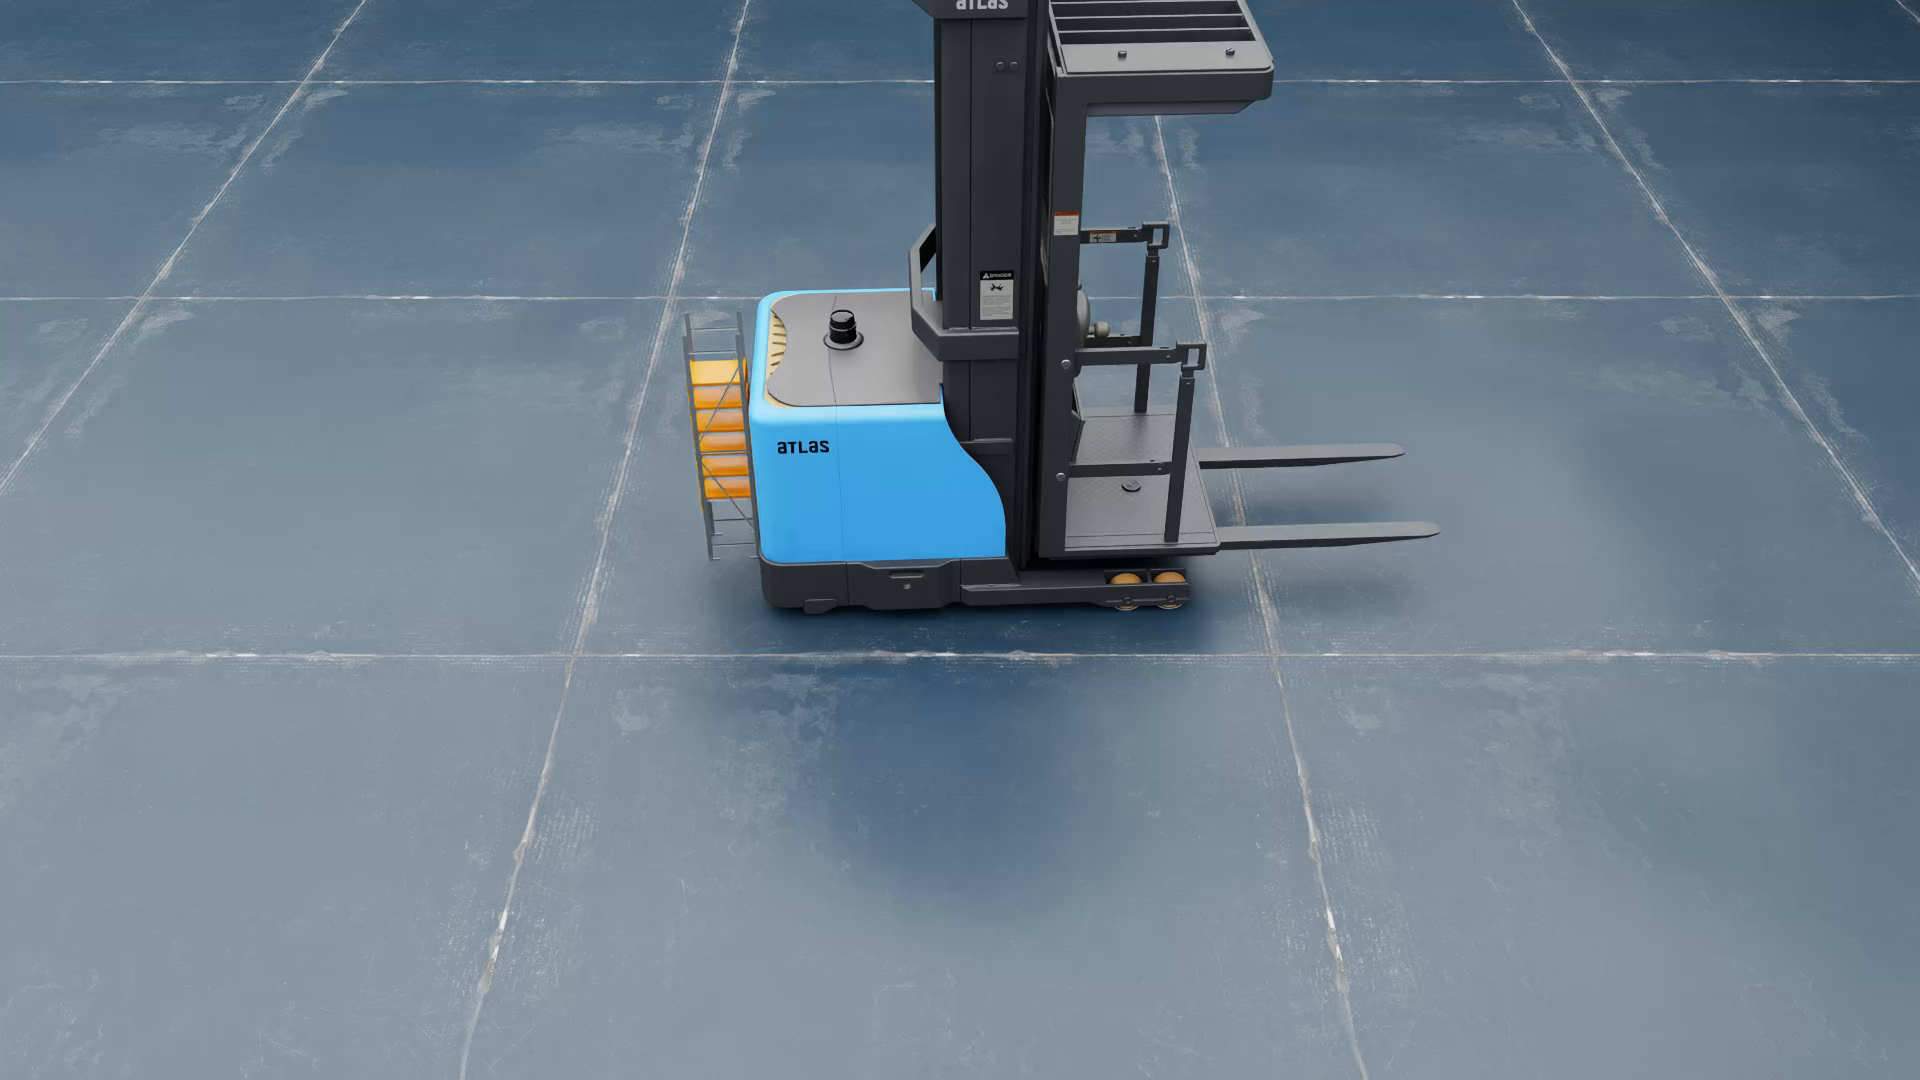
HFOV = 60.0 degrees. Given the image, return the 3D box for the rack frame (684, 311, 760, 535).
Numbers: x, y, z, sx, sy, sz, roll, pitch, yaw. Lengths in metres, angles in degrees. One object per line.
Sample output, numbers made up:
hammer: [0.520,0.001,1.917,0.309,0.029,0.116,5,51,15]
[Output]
rack frame: [-1.046,-0.497,7.410,0.240,1.200,0.006,-3,39,-3]

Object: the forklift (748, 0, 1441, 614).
forklift: [0.621,-1.163,6.857,3.031,2.935,1.130,-2,39,-2]

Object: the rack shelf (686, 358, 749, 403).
rack shelf: [-1.040,-0.686,7.142,0.258,0.103,0.180,-3,39,-3]

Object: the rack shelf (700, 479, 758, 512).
rack shelf: [-1.040,-0.218,7.517,0.258,0.103,0.180,-3,39,-3]

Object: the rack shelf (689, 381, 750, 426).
rack shelf: [-1.040,-0.592,7.217,0.258,0.103,0.180,-3,39,-3]

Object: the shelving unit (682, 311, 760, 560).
shelving unit: [-1.040,-0.440,7.339,0.258,1.200,0.189,-3,39,-3]

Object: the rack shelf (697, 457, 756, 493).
rack shelf: [-1.040,-0.311,7.442,0.258,0.103,0.180,-3,39,-3]

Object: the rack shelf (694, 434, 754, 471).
rack shelf: [-1.040,-0.405,7.367,0.258,0.103,0.180,-3,39,-3]

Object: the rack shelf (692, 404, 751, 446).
rack shelf: [-1.040,-0.499,7.292,0.258,0.103,0.180,-3,39,-3]

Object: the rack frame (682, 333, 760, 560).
rack frame: [-1.033,-0.383,7.268,0.240,1.200,0.006,-3,39,-3]
